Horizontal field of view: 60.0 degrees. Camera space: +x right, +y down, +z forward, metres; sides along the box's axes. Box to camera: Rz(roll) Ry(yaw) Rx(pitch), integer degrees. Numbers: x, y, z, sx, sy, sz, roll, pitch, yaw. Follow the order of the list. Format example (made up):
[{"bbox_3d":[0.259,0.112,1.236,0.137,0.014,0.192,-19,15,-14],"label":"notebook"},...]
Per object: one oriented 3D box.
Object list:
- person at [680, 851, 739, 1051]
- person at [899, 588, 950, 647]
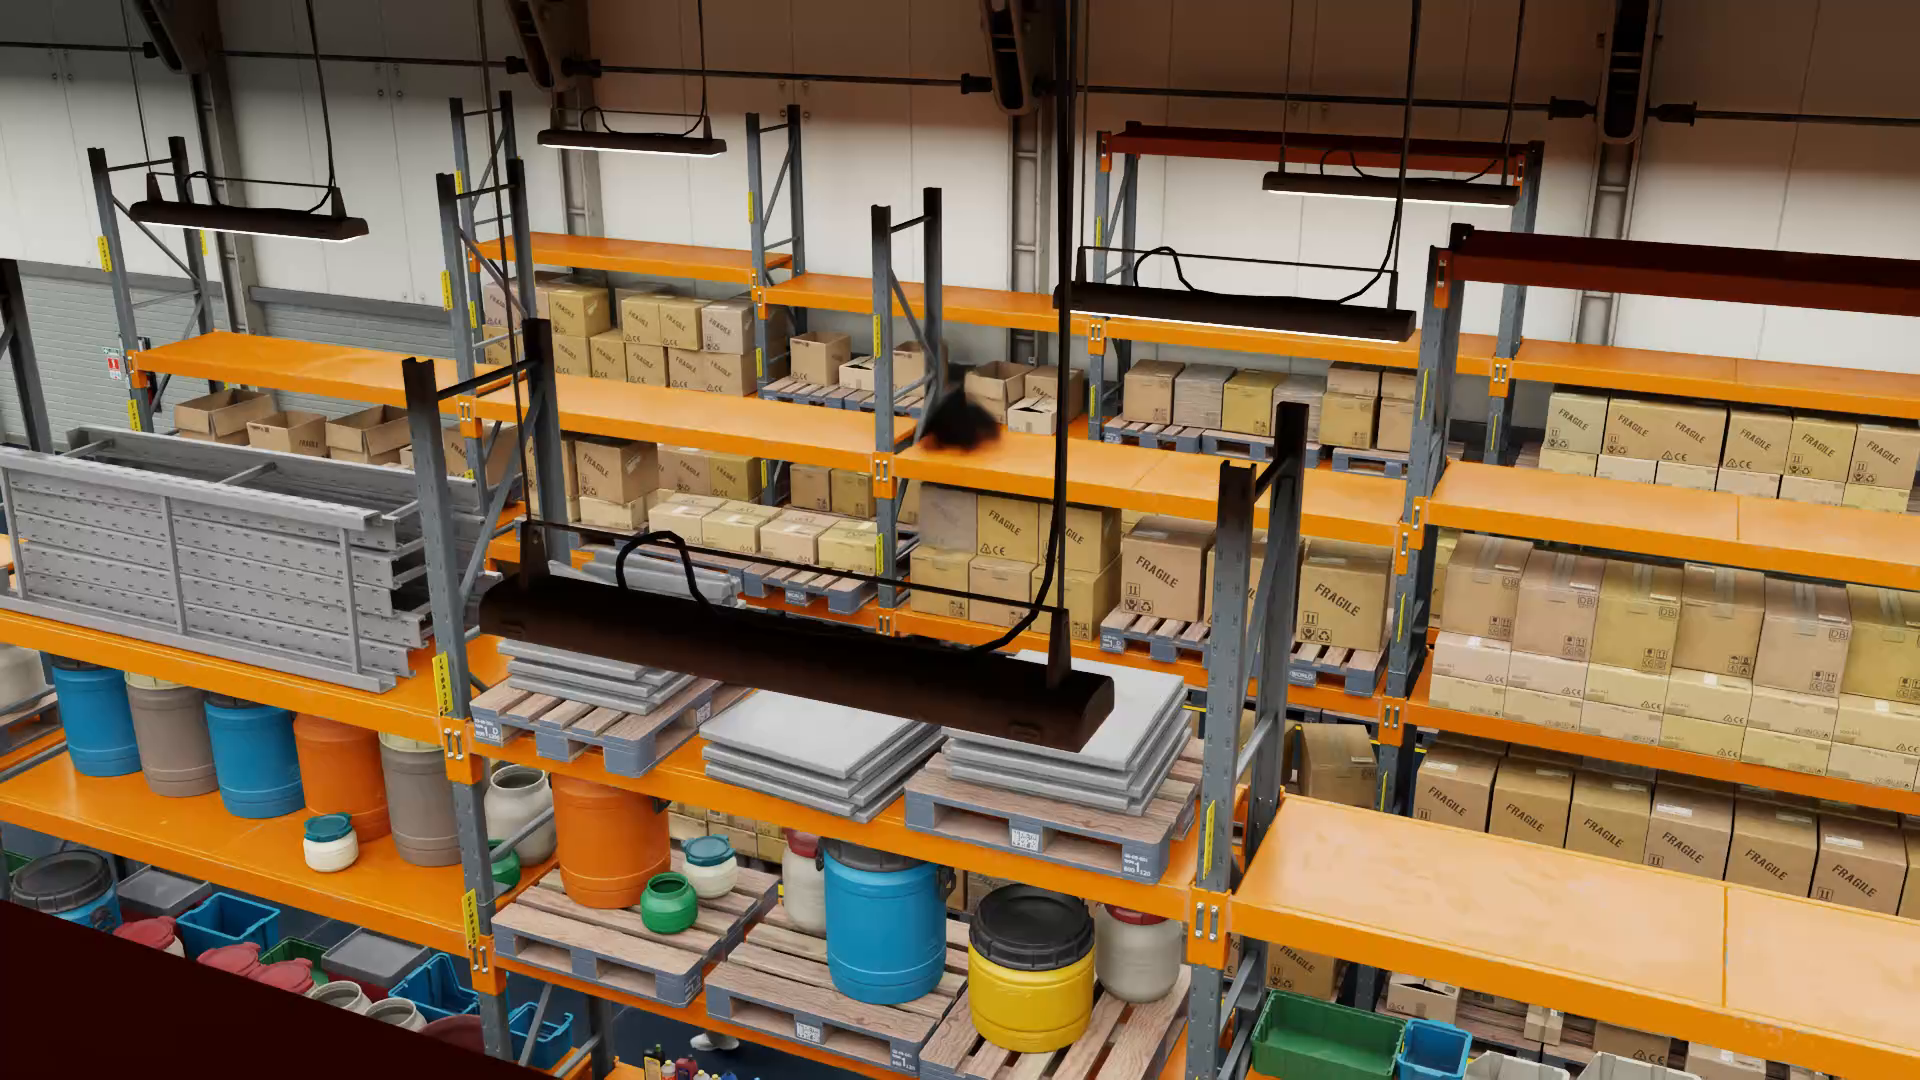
[{"bbox_3d":[-1.795,3.042,12.167,0.719,1.715,0.699,2,21,6],"label":"person"},{"bbox_3d":[-0.363,1.080,17.534,0.809,1.665,0.687,-9,22,-23],"label":"person"}]
